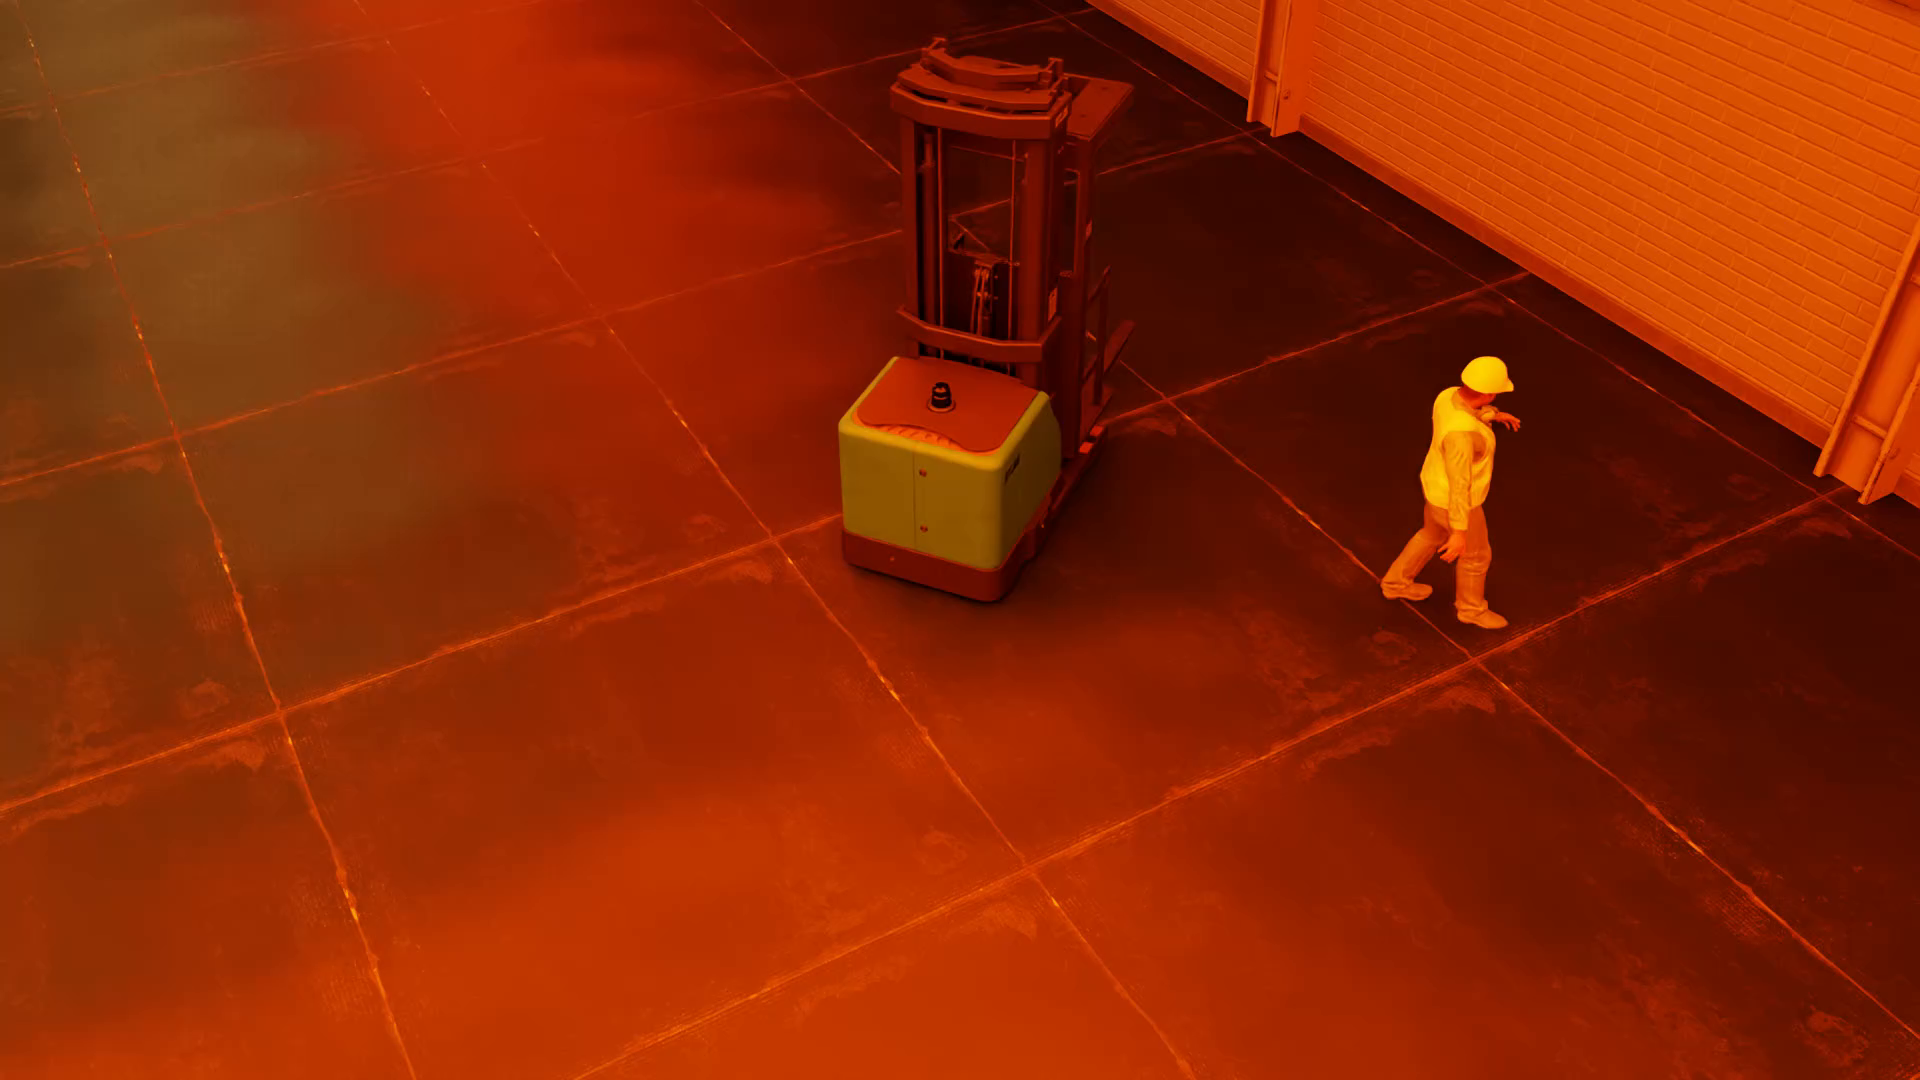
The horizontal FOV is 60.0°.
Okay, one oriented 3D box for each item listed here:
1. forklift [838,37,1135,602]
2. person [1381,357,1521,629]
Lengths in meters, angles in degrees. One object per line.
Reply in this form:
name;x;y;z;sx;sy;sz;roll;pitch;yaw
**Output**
forklift;0.336;-1.707;10.094;1.130;2.935;3.031;15;42;18
person;2.854;-0.248;9.286;0.721;1.764;0.967;2;40;2
